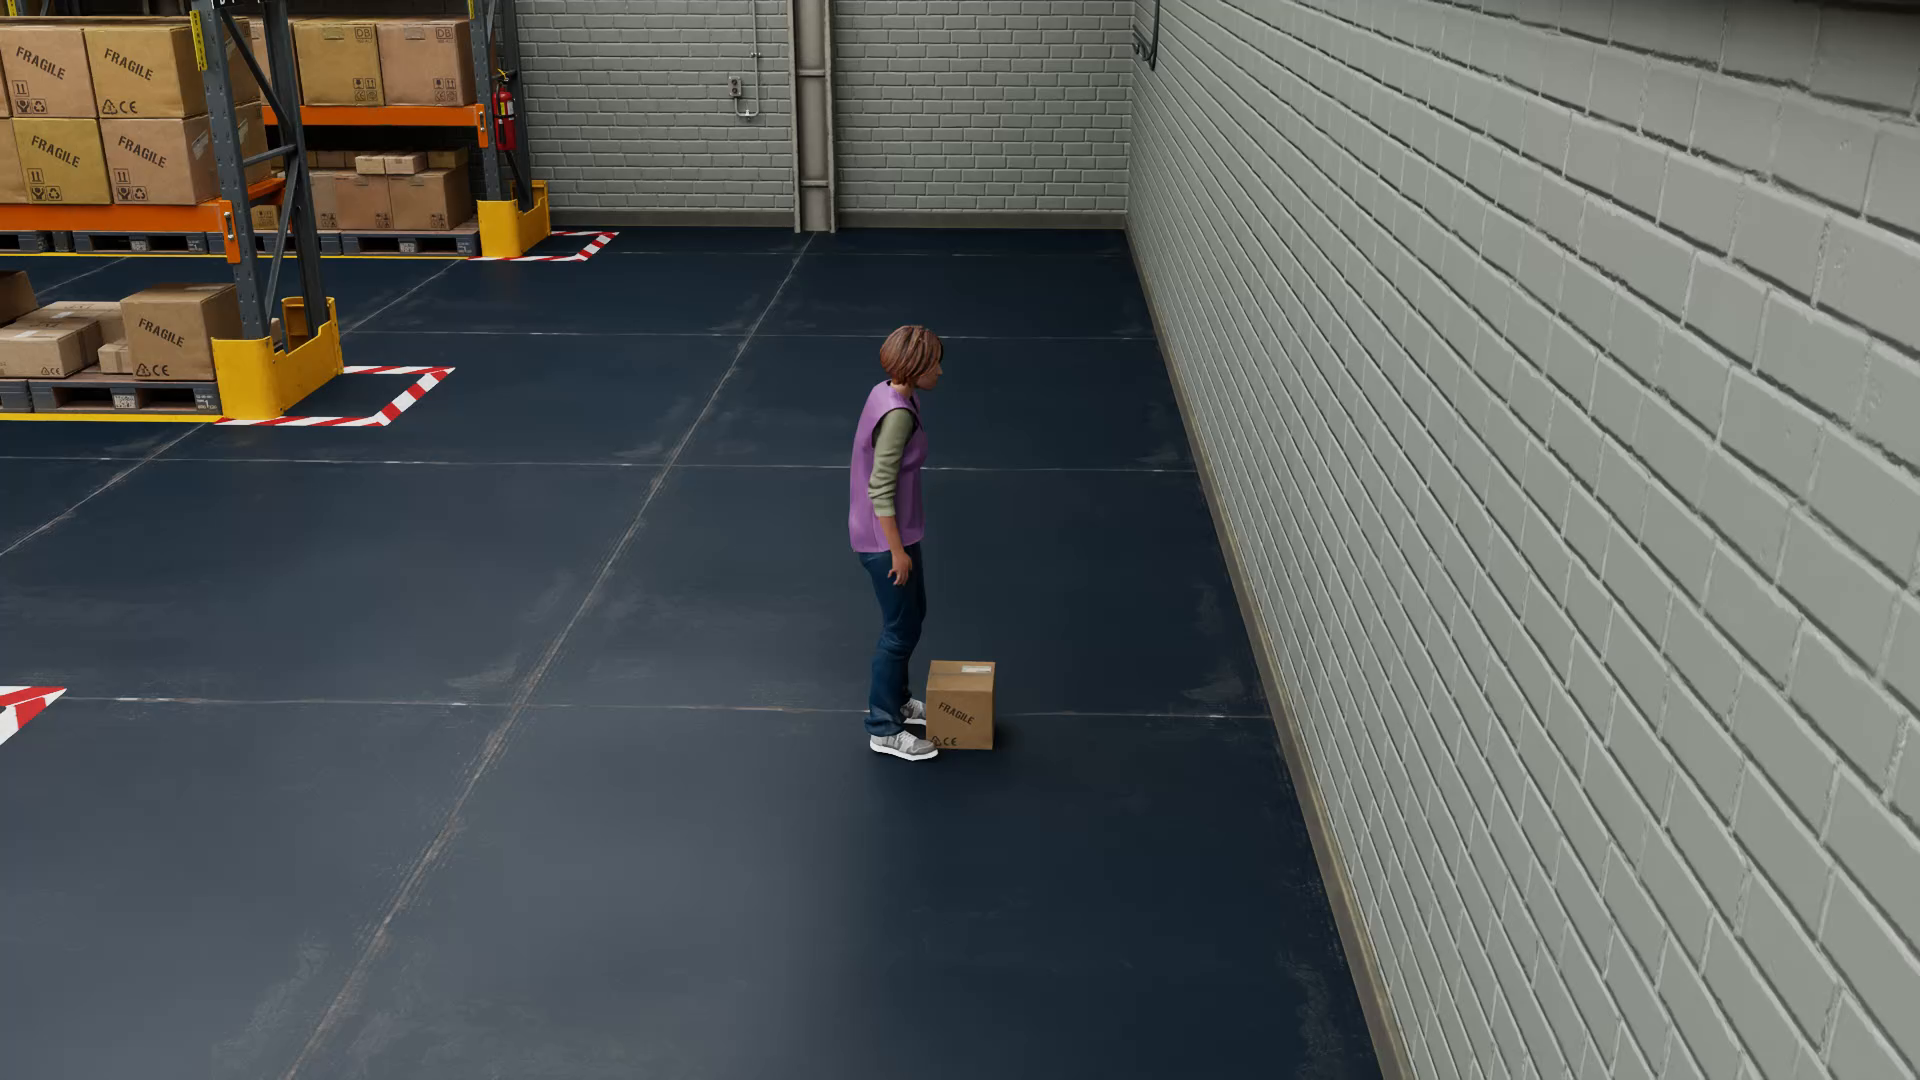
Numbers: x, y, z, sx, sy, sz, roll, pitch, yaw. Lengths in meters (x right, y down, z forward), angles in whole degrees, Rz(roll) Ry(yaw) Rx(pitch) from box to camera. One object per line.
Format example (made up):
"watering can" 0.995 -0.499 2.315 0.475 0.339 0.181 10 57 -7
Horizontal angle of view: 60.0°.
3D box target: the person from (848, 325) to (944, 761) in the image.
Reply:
"person" -0.232 0.003 6.106 0.346 1.580 0.474 1 21 2
